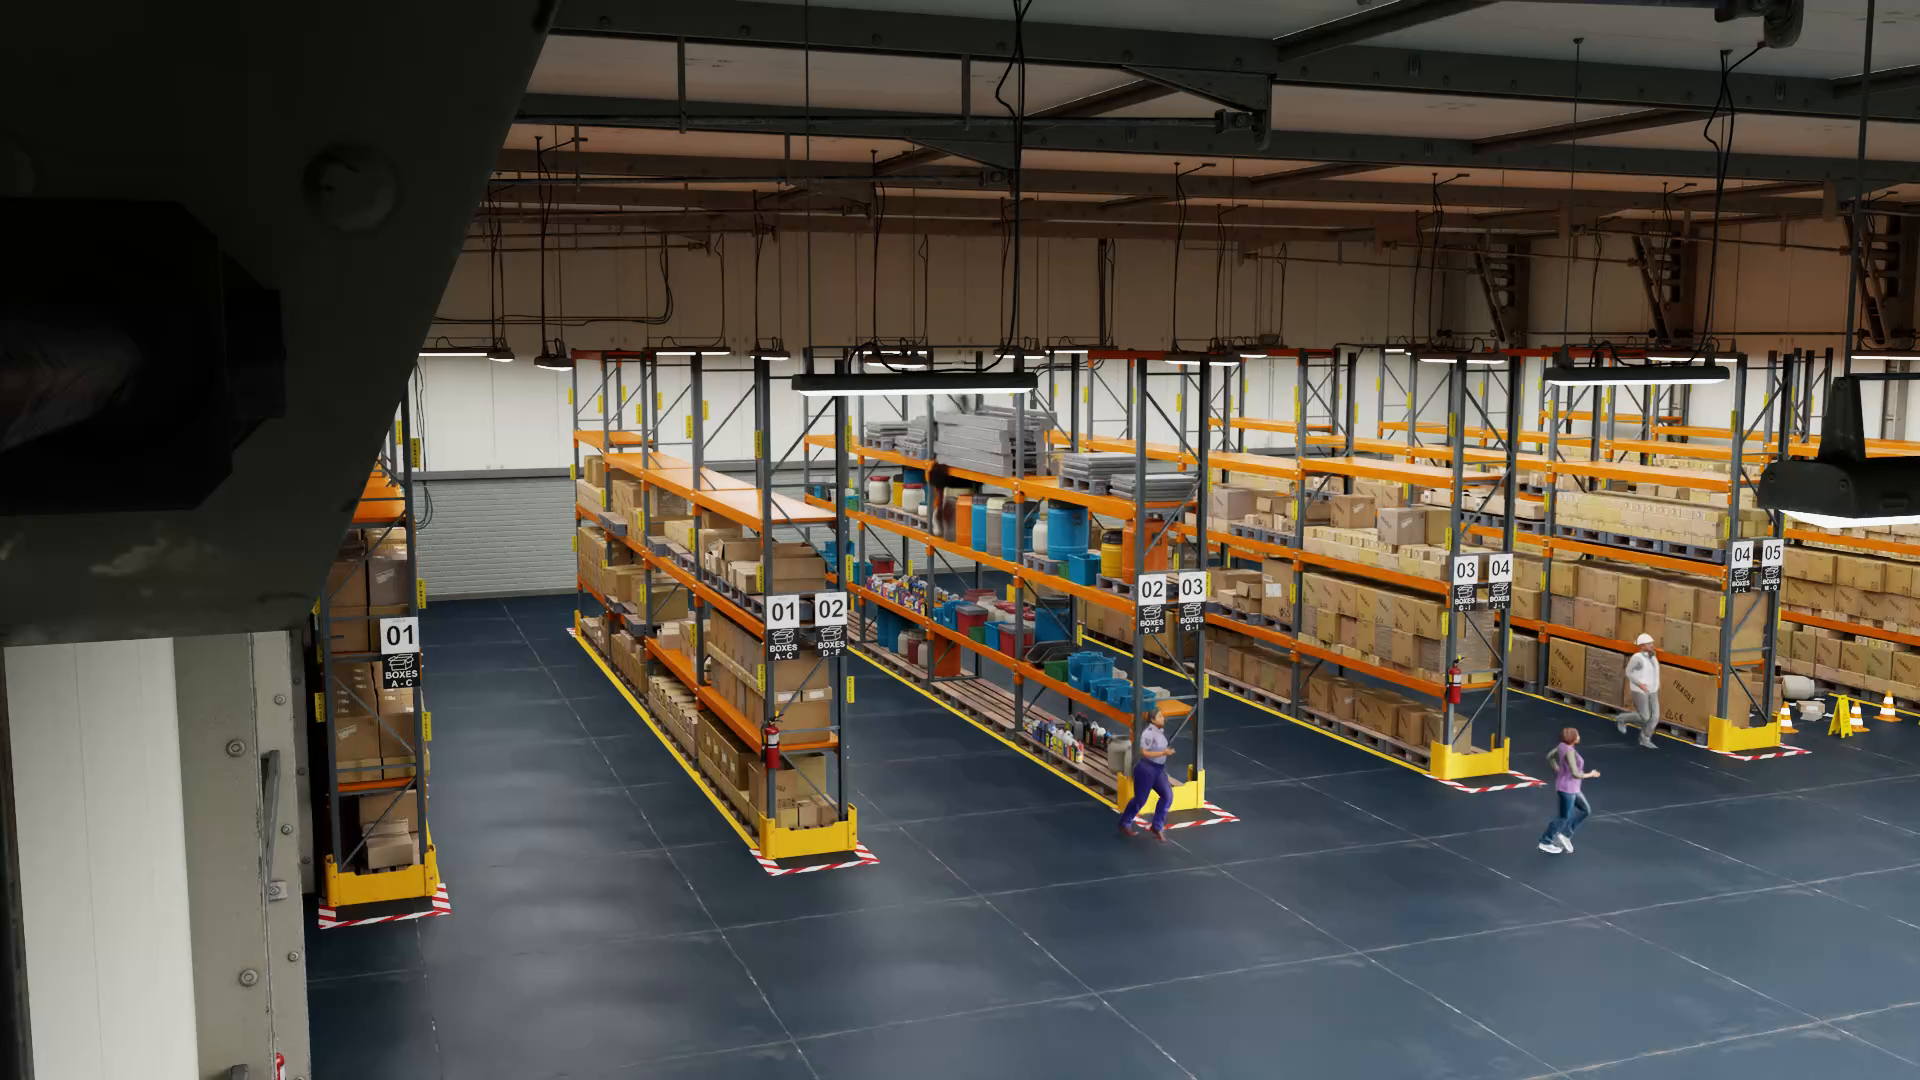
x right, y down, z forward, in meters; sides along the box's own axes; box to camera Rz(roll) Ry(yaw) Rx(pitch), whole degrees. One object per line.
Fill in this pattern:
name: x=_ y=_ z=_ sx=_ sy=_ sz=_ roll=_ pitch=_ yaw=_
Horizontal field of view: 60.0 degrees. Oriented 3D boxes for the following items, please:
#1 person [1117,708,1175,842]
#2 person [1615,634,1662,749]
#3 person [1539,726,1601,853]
person: x=2.384 y=2.951 z=20.876 sx=0.721 sy=1.705 sz=0.603 roll=4 pitch=8 yaw=31
person: x=10.501 y=2.304 z=25.622 sx=0.663 sy=1.744 sz=0.686 roll=-4 pitch=8 yaw=-30
person: x=7.399 y=3.035 z=20.169 sx=0.678 sy=1.589 sz=0.512 roll=2 pitch=7 yaw=16
